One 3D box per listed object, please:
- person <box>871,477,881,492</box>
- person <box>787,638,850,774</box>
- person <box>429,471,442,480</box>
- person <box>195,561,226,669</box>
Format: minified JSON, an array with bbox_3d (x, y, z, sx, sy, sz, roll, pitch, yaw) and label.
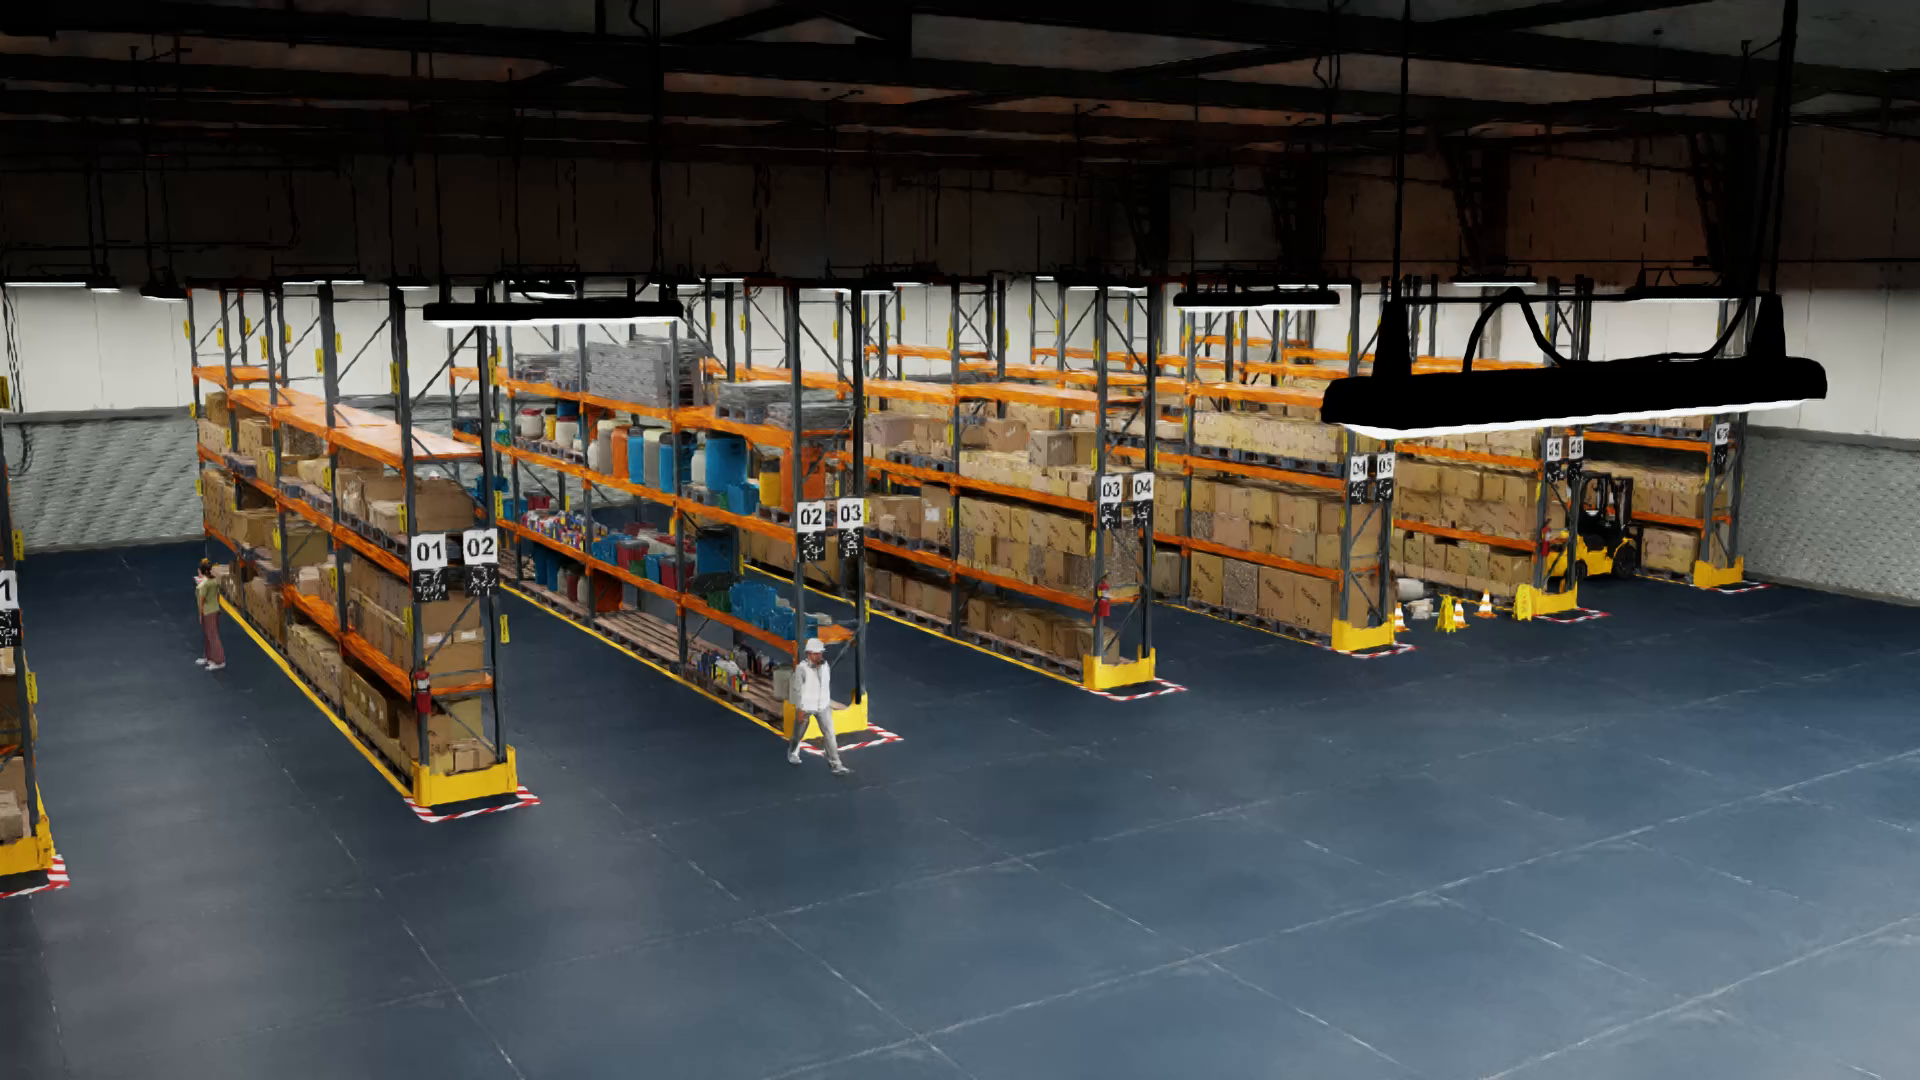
[{"bbox_3d":[-2.413,-2.173,45.501,0.625,1.778,0.491,3,10,19],"label":"person"},{"bbox_3d":[-1.823,2.039,20.677,0.545,1.695,1.105,-6,11,-33],"label":"person"},{"bbox_3d":[-11.478,-0.611,36.261,0.454,1.792,0.686,0,10,-1],"label":"person"},{"bbox_3d":[-11.785,1.166,26.012,0.569,1.650,0.560,0,10,0],"label":"person"}]
